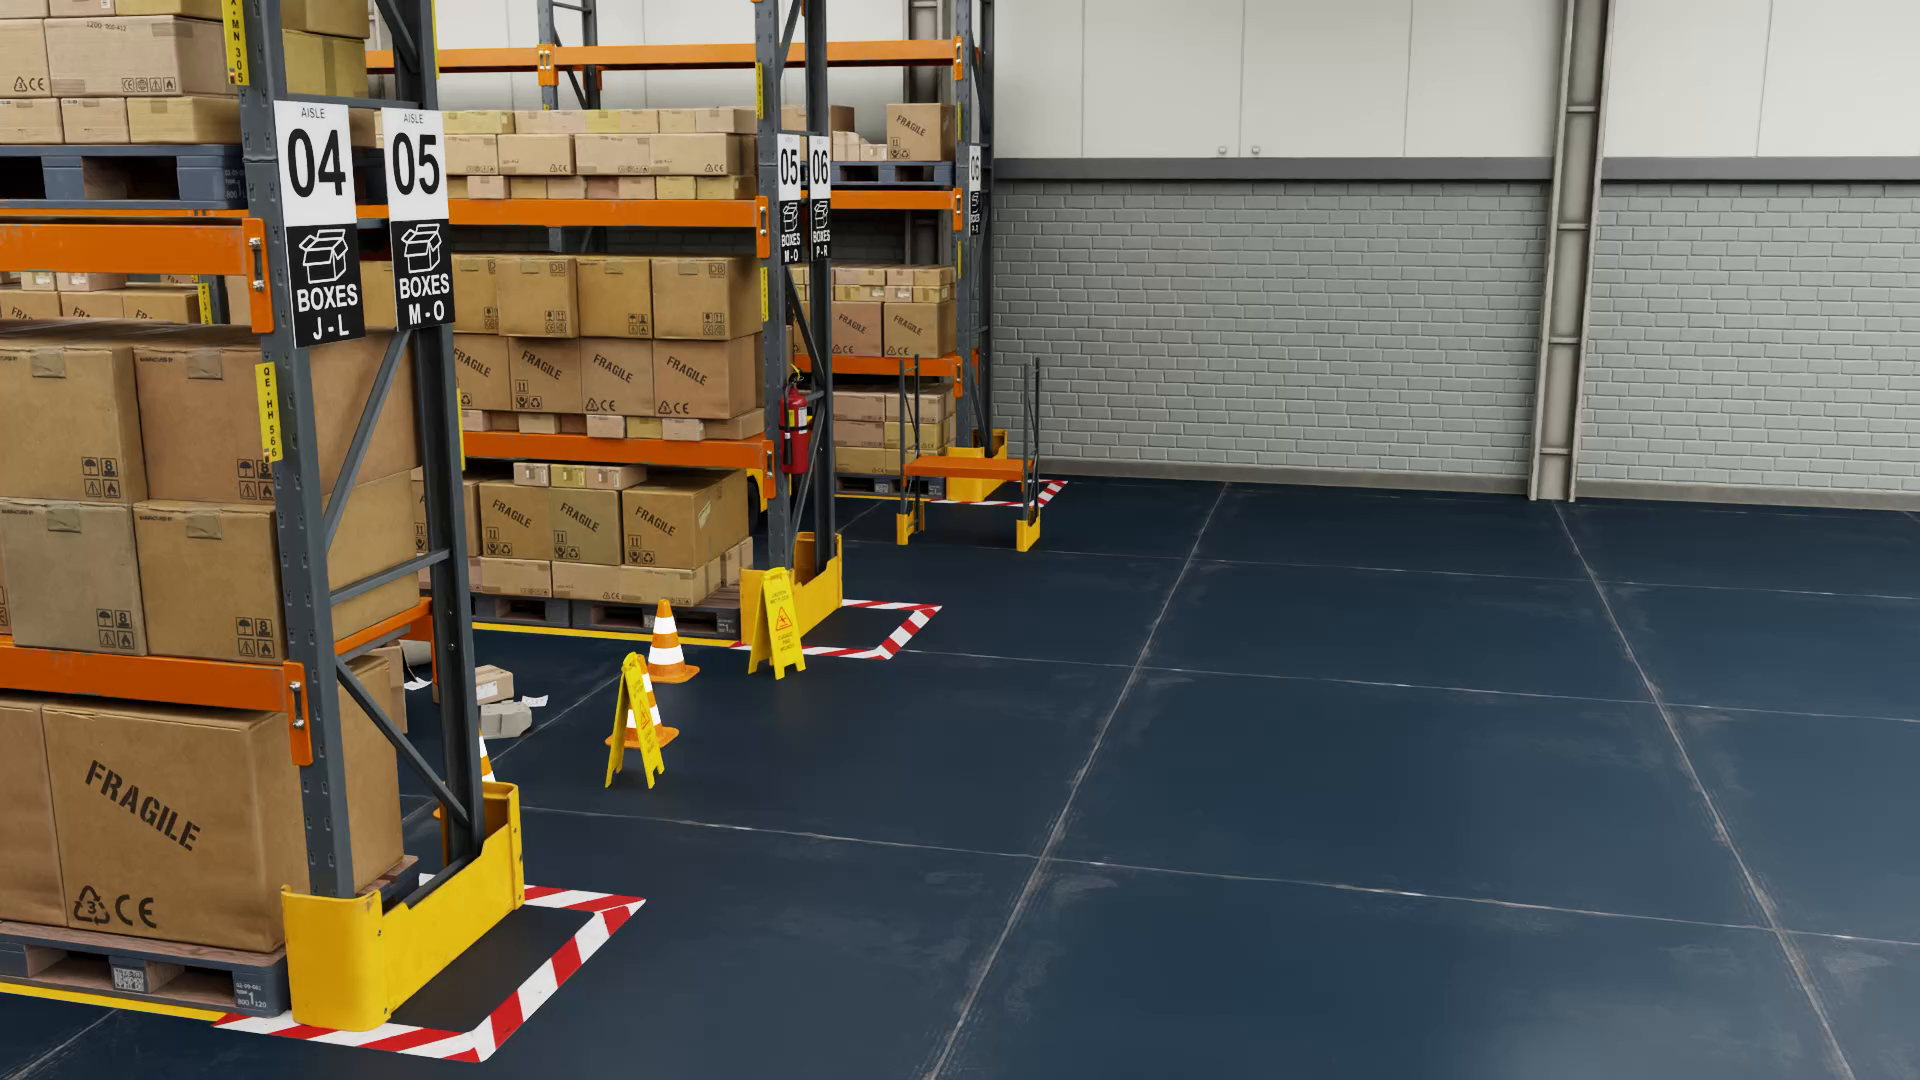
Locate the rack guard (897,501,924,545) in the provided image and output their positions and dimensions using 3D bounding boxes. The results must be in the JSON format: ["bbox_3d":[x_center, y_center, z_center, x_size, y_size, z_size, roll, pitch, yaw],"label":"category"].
[{"bbox_3d":[-0.409,-0.144,13.805,0.087,0.250,0.587,3,13,14],"label":"rack guard"}]

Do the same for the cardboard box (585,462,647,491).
[{"bbox_3d":[-2.257,-0.436,10.923,0.250,0.149,0.380,3,13,15],"label":"cardboard box"}]

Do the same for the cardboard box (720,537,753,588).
[{"bbox_3d":[-1.761,0.138,11.563,0.500,0.250,0.500,3,13,13],"label":"cardboard box"}]

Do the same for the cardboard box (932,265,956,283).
[{"bbox_3d":[-0.133,-2.516,15.733,0.250,0.149,0.380,3,13,12],"label":"cardboard box"}]

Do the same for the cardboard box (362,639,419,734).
[{"bbox_3d":[-3.356,0.761,9.141,0.637,0.503,0.797,-6,14,-25],"label":"cardboard box"}]

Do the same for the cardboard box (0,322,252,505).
[{"bbox_3d":[-3.039,-0.490,6.176,0.550,0.550,0.875,3,13,14],"label":"cardboard box"}]

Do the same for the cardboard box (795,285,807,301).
[{"bbox_3d":[-1.513,-2.329,15.577,0.250,0.149,0.380,3,13,14],"label":"cardboard box"}]

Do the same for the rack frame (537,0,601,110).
[{"bbox_3d":[-3.742,-5.079,15.851,0.127,3.000,1.000,3,13,14],"label":"rack frame"}]

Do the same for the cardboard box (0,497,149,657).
[{"bbox_3d":[-3.042,0.040,6.280,0.550,0.550,0.875,3,13,14],"label":"cardboard box"}]

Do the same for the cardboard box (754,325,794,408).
[{"bbox_3d":[-1.437,-1.176,11.190,0.500,0.500,0.500,3,13,13],"label":"cardboard box"}]

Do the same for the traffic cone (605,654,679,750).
[{"bbox_3d":[-1.706,0.840,8.881,0.334,0.463,0.336,3,13,14],"label":"traffic cone"}]

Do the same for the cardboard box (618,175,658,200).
[{"bbox_3d":[-1.957,-2.227,10.502,0.250,0.149,0.380,3,13,15],"label":"cardboard box"}]

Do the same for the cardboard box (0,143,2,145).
[{"bbox_3d":[-3.275,-1.434,5.726,0.250,0.149,0.380,3,13,14],"label":"cardboard box"}]

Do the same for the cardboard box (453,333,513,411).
[{"bbox_3d":[-3.094,-1.147,11.061,0.500,0.500,0.500,3,13,14],"label":"cardboard box"}]

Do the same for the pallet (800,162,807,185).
[{"bbox_3d":[-1.727,-3.469,15.723,1.213,0.211,1.003,3,13,14],"label":"pallet"}]

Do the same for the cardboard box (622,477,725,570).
[{"bbox_3d":[-1.884,-0.114,10.971,0.500,0.500,0.500,3,13,14],"label":"cardboard box"}]

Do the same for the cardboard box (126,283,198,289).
[{"bbox_3d":[-5.800,-1.616,12.205,0.500,0.500,0.500,3,13,14],"label":"cardboard box"}]

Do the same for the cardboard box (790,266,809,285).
[{"bbox_3d":[-1.520,-2.473,15.540,0.250,0.149,0.380,3,13,15],"label":"cardboard box"}]

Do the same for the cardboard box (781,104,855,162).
[{"bbox_3d":[-1.317,-3.756,15.380,0.500,0.500,0.700,3,13,14],"label":"cardboard box"}]

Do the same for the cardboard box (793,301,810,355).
[{"bbox_3d":[-1.398,-2.017,15.670,0.500,0.500,0.500,3,13,12],"label":"cardboard box"}]

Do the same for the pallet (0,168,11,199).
[{"bbox_3d":[-4.043,-1.373,6.276,1.213,0.211,1.003,3,13,14],"label":"pallet"}]

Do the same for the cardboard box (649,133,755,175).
[{"bbox_3d":[-1.605,-2.405,10.383,0.500,0.250,0.500,3,13,13],"label":"cardboard box"}]

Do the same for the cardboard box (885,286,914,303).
[{"bbox_3d":[-0.517,-2.274,15.331,0.250,0.149,0.380,3,13,14],"label":"cardboard box"}]

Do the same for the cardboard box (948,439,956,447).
[{"bbox_3d":[-0.288,-0.872,16.118,0.500,0.250,0.500,3,13,14],"label":"cardboard box"}]

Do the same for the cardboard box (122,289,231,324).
[{"bbox_3d":[-5.431,-1.481,11.597,0.500,0.500,0.500,3,13,12],"label":"cardboard box"}]

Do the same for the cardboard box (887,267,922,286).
[{"bbox_3d":[-0.503,-2.434,15.364,0.250,0.149,0.380,3,13,14],"label":"cardboard box"}]

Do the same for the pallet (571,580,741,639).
[{"bbox_3d":[-1.898,0.409,11.403,1.213,0.211,1.003,3,13,14],"label":"pallet"}]

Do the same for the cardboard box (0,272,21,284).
[{"bbox_3d":[-7.155,-2.004,12.457,0.250,0.149,0.380,2,13,11],"label":"cardboard box"}]

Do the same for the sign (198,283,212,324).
[{"bbox_3d":[-5.057,-1.555,11.143,0.005,0.325,0.100,3,13,14],"label":"sign"}]

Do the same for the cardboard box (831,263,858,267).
[{"bbox_3d":[-1.137,-2.572,15.985,0.250,0.149,0.380,3,13,15],"label":"cardboard box"}]

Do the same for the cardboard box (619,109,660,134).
[{"bbox_3d":[-1.936,-2.616,10.414,0.250,0.149,0.380,3,13,13],"label":"cardboard box"}]

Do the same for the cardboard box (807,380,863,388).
[{"bbox_3d":[-1.249,-1.412,16.242,0.500,0.250,0.500,3,13,13],"label":"cardboard box"}]

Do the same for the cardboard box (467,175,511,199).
[{"bbox_3d":[-2.959,-2.271,10.697,0.250,0.149,0.380,3,13,13],"label":"cardboard box"}]

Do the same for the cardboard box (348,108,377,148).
[{"bbox_3d":[-2.388,-1.533,6.175,0.250,0.149,0.380,3,13,14],"label":"cardboard box"}]

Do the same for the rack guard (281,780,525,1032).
[{"bbox_3d":[-2.109,1.369,6.410,0.348,0.500,1.175,3,13,14],"label":"rack guard"}]

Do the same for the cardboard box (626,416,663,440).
[{"bbox_3d":[-1.975,-0.758,10.806,0.250,0.149,0.380,3,13,13],"label":"cardboard box"}]

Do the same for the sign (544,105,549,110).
[{"bbox_3d":[-3.862,-3.906,15.569,0.005,0.325,0.100,3,13,14],"label":"sign"}]

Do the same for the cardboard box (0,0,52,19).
[{"bbox_3d":[-3.031,-1.810,5.581,0.250,0.149,0.380,3,13,14],"label":"cardboard box"}]

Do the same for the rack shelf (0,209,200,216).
[{"bbox_3d":[-6.869,-2.323,12.016,4.000,0.370,1.077,3,13,14],"label":"rack shelf"}]

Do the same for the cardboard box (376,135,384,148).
[{"bbox_3d":[-3.580,-2.509,10.851,0.500,0.250,0.500,3,13,14],"label":"cardboard box"}]

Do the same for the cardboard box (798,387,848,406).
[{"bbox_3d":[-1.370,-1.301,15.744,0.500,0.250,0.500,3,13,14],"label":"cardboard box"}]

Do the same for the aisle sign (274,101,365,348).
[{"bbox_3d":[-2.135,-1.055,5.562,0.004,0.787,0.394,3,13,14],"label":"aisle sign"}]

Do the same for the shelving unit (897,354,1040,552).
[{"bbox_3d":[0.074,-0.728,13.553,1.083,1.500,0.587,3,13,14],"label":"shelving unit"}]

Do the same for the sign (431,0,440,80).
[{"bbox_3d":[-1.993,-1.899,6.241,0.005,0.325,0.100,3,13,14],"label":"sign"}]

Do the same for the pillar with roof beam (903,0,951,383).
[{"bbox_3d":[-1.350,-4.192,11.852,0.400,9.000,9.100,3,13,14],"label":"pillar with roof beam"}]

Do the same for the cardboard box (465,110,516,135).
[{"bbox_3d":[-2.940,-2.658,10.602,0.250,0.149,0.380,3,13,15],"label":"cardboard box"}]

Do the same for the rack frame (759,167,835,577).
[{"bbox_3d":[-1.044,-0.899,10.860,0.127,3.000,1.000,3,13,14],"label":"rack frame"}]

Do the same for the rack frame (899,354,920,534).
[{"bbox_3d":[-0.411,-0.754,13.670,0.032,1.500,0.500,3,13,14],"label":"rack frame"}]

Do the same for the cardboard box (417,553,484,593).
[{"bbox_3d":[-3.383,0.171,11.418,0.500,0.250,0.500,3,13,13],"label":"cardboard box"}]

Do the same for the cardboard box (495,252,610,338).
[{"bbox_3d":[-2.602,-1.594,10.768,0.500,0.500,0.700,3,13,13],"label":"cardboard box"}]

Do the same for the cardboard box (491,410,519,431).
[{"bbox_3d":[-2.938,-0.834,11.148,0.250,0.149,0.380,3,13,14],"label":"cardboard box"}]

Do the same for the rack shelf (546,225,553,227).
[{"bbox_3d":[-5.684,-3.367,16.722,4.000,0.370,1.077,3,13,14],"label":"rack shelf"}]

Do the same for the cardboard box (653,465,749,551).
[{"bbox_3d":[-1.784,-0.229,11.487,0.500,0.500,0.500,3,13,12],"label":"cardboard box"}]

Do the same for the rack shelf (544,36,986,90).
[{"bbox_3d":[-1.800,-4.429,15.505,4.000,0.370,1.077,3,13,14],"label":"rack shelf"}]
